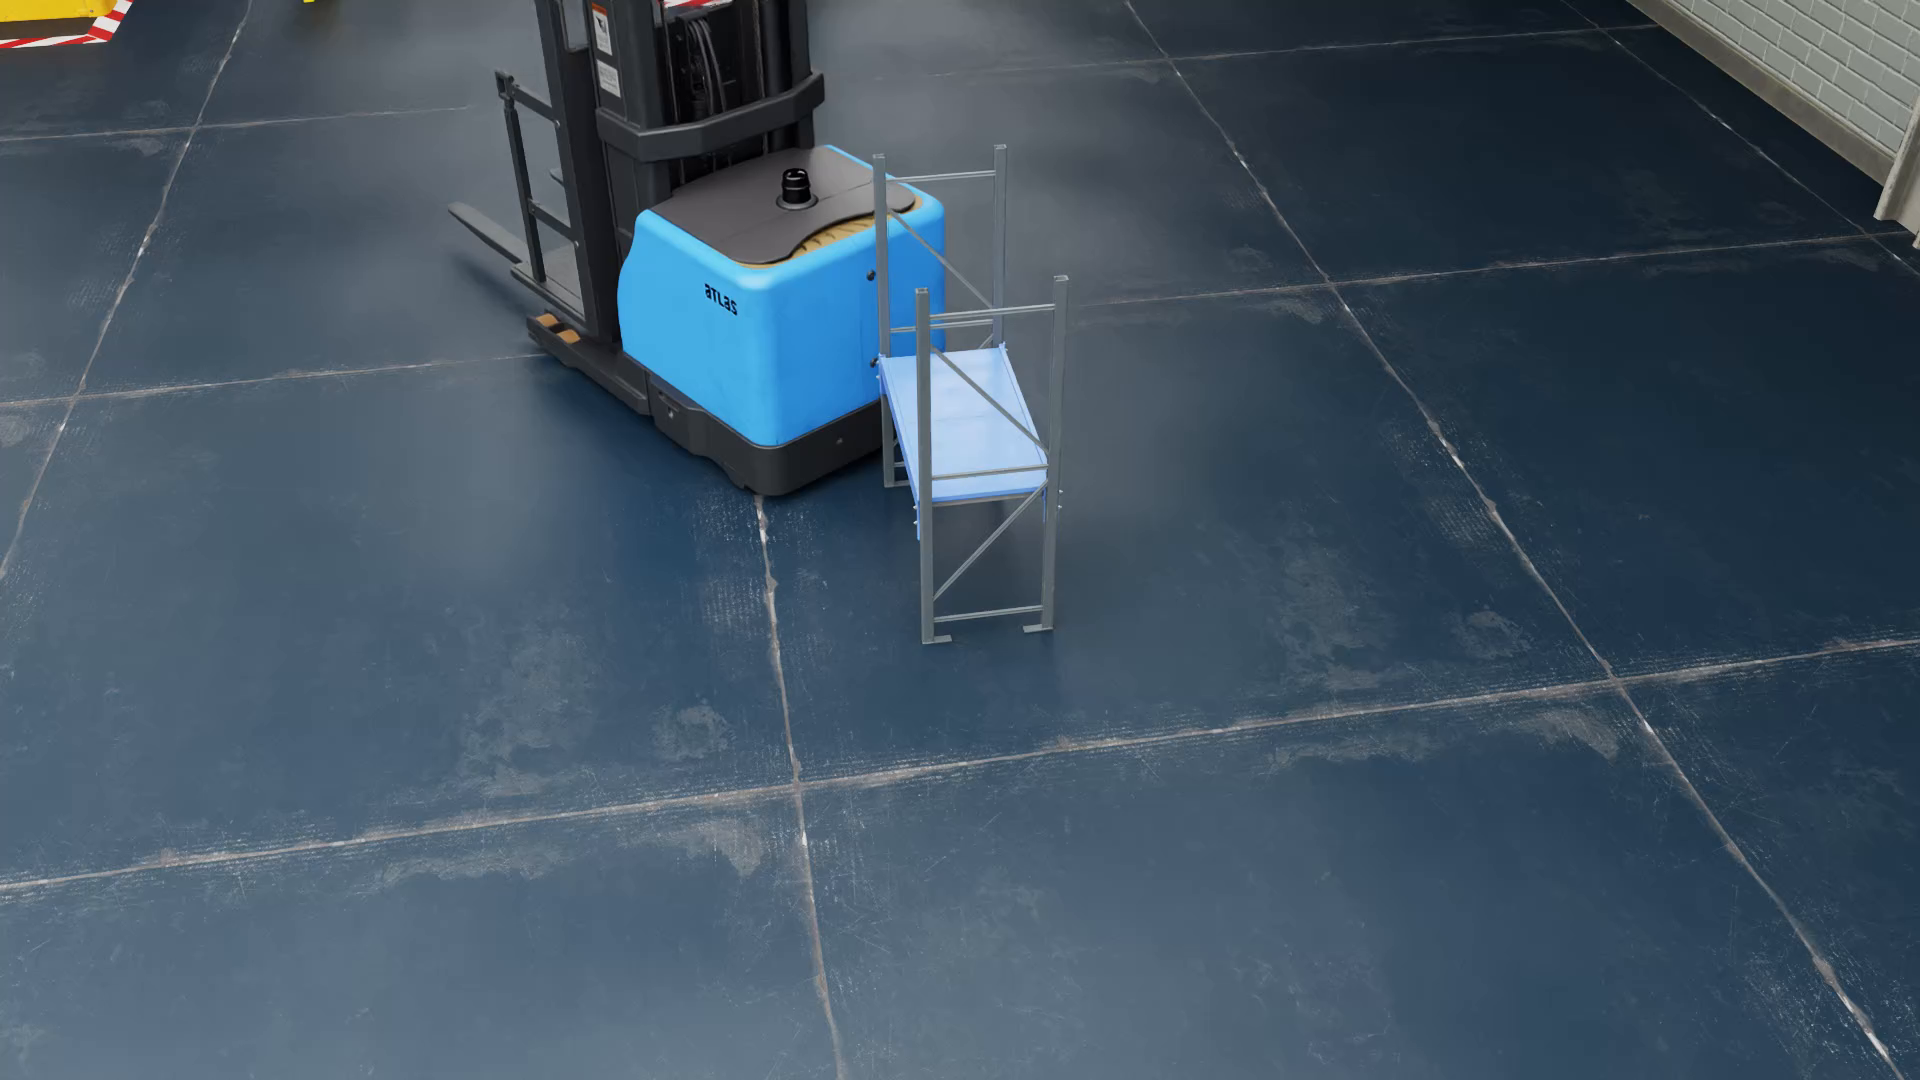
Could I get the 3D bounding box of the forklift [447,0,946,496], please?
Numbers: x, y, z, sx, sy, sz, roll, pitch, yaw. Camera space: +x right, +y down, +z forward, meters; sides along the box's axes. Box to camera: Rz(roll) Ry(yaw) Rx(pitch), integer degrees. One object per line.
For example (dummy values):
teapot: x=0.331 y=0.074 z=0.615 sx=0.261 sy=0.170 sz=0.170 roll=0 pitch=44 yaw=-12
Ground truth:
forklift: x=-1.403 y=-2.161 z=7.143 sx=1.130 sy=2.935 sz=3.031 roll=-29 pitch=46 yaw=-32

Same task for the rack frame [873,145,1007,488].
rack frame: x=-0.074 y=-0.848 z=6.619 sx=0.500 sy=1.500 sz=0.032 roll=-6 pitch=38 yaw=-8

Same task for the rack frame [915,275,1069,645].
rack frame: x=0.104 y=-0.234 z=5.828 sx=0.500 sy=1.500 sz=0.032 roll=-6 pitch=38 yaw=-8

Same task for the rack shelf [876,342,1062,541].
rack shelf: x=0.015 y=-0.399 z=6.334 sx=0.538 sy=0.185 sz=1.000 roll=-6 pitch=38 yaw=-8

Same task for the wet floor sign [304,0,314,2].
wet floor sign: x=-4.471 y=-4.083 z=11.480 sx=0.267 sy=0.644 sz=0.232 roll=-13 pitch=40 yaw=-16

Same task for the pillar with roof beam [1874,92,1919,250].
pillar with roof beam: x=0.896 y=-4.746 z=5.524 sx=9.100 sy=9.000 sz=0.400 roll=-6 pitch=38 yaw=-8

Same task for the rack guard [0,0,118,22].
rack guard: x=-6.421 y=-3.816 z=11.254 sx=1.175 sy=0.500 sz=0.348 roll=-6 pitch=38 yaw=-8

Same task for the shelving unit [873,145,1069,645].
shelving unit: x=0.015 y=-0.541 z=6.224 sx=0.538 sy=1.500 sz=1.048 roll=-6 pitch=38 yaw=-8
